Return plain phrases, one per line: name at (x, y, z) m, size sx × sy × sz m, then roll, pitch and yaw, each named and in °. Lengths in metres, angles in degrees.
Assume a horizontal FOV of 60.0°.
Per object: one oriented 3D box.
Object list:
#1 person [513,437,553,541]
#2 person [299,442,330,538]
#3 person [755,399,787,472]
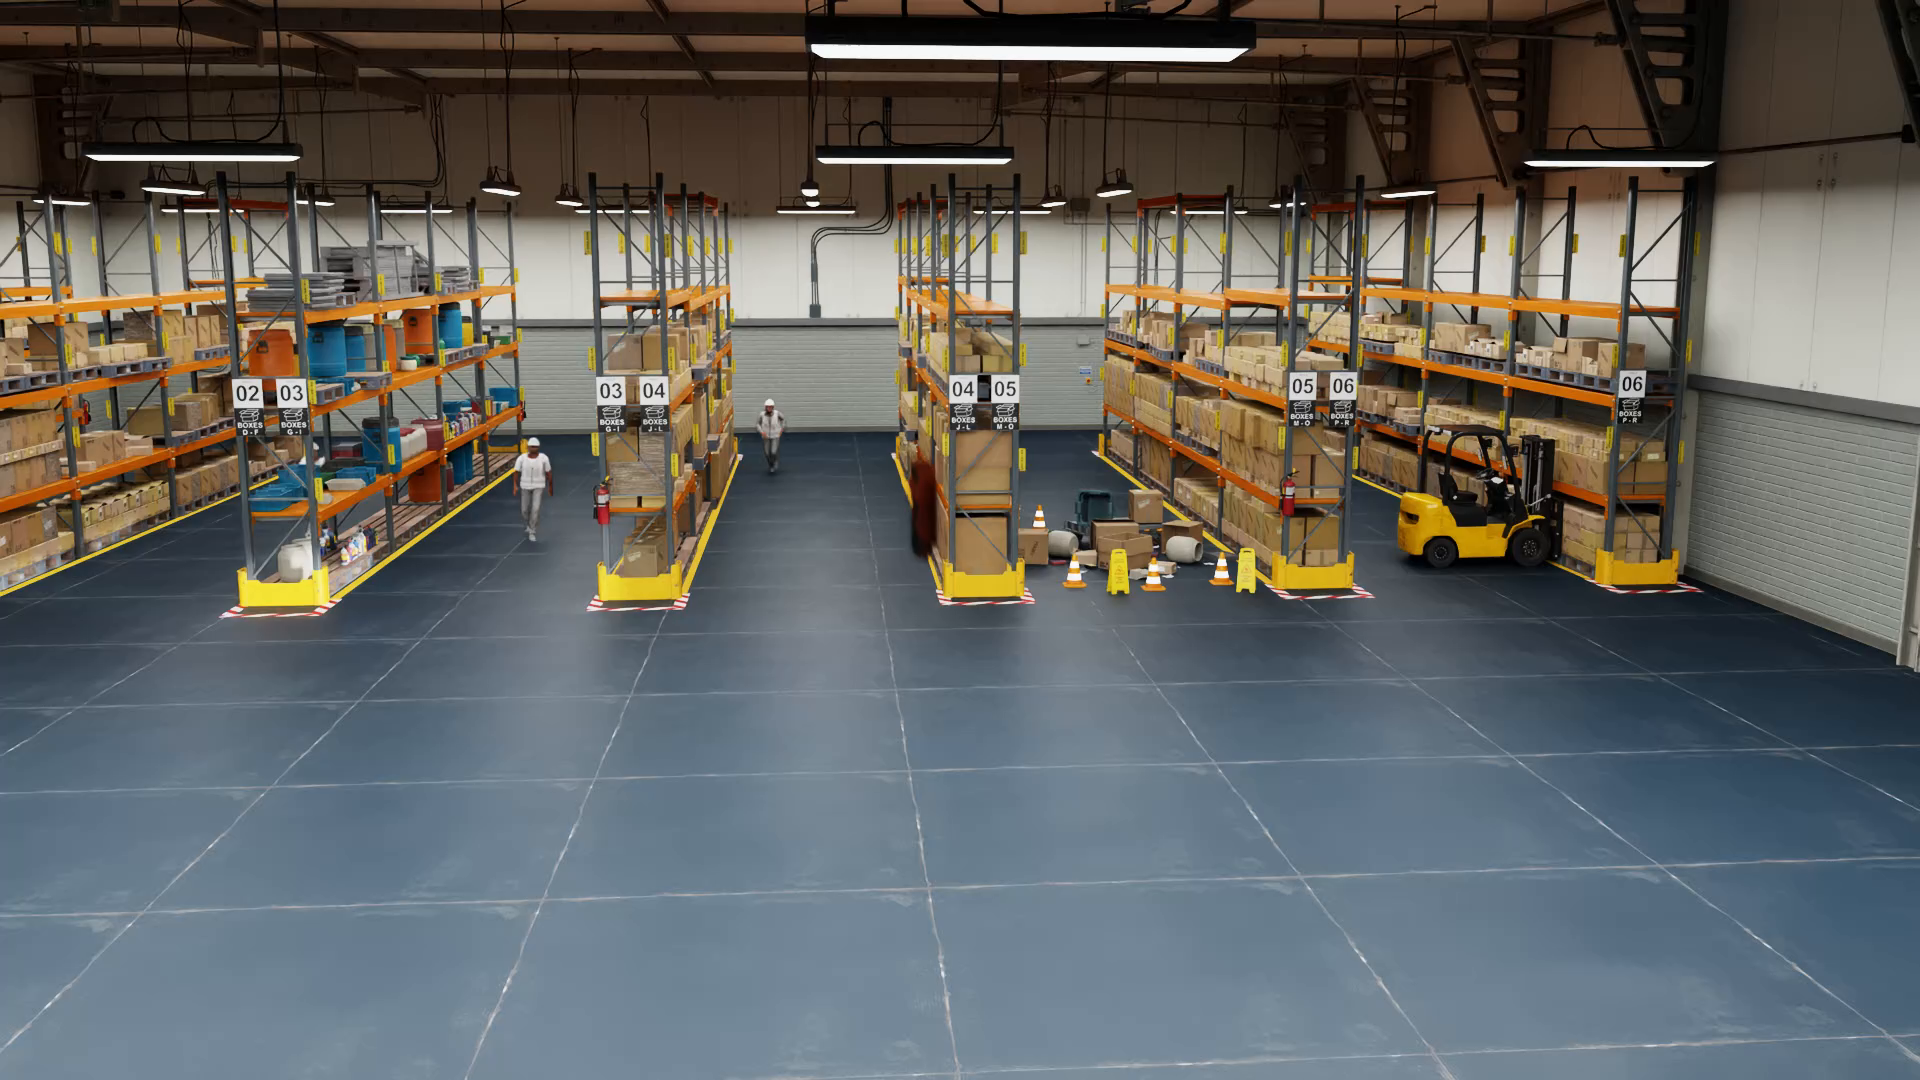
person at (-7.406, -0.894, 28.849) m, size 0.661 × 1.766 × 0.773 m, roll -2°, pitch 10°, yaw -11°
person at (-11.053, -0.829, 28.440) m, size 0.546 × 1.707 × 1.123 m, roll 1°, pitch 10°, yaw 8°
person at (-4.198, -2.318, 37.007) m, size 0.662 × 1.675 × 0.749 m, roll 1°, pitch 10°, yaw 4°
